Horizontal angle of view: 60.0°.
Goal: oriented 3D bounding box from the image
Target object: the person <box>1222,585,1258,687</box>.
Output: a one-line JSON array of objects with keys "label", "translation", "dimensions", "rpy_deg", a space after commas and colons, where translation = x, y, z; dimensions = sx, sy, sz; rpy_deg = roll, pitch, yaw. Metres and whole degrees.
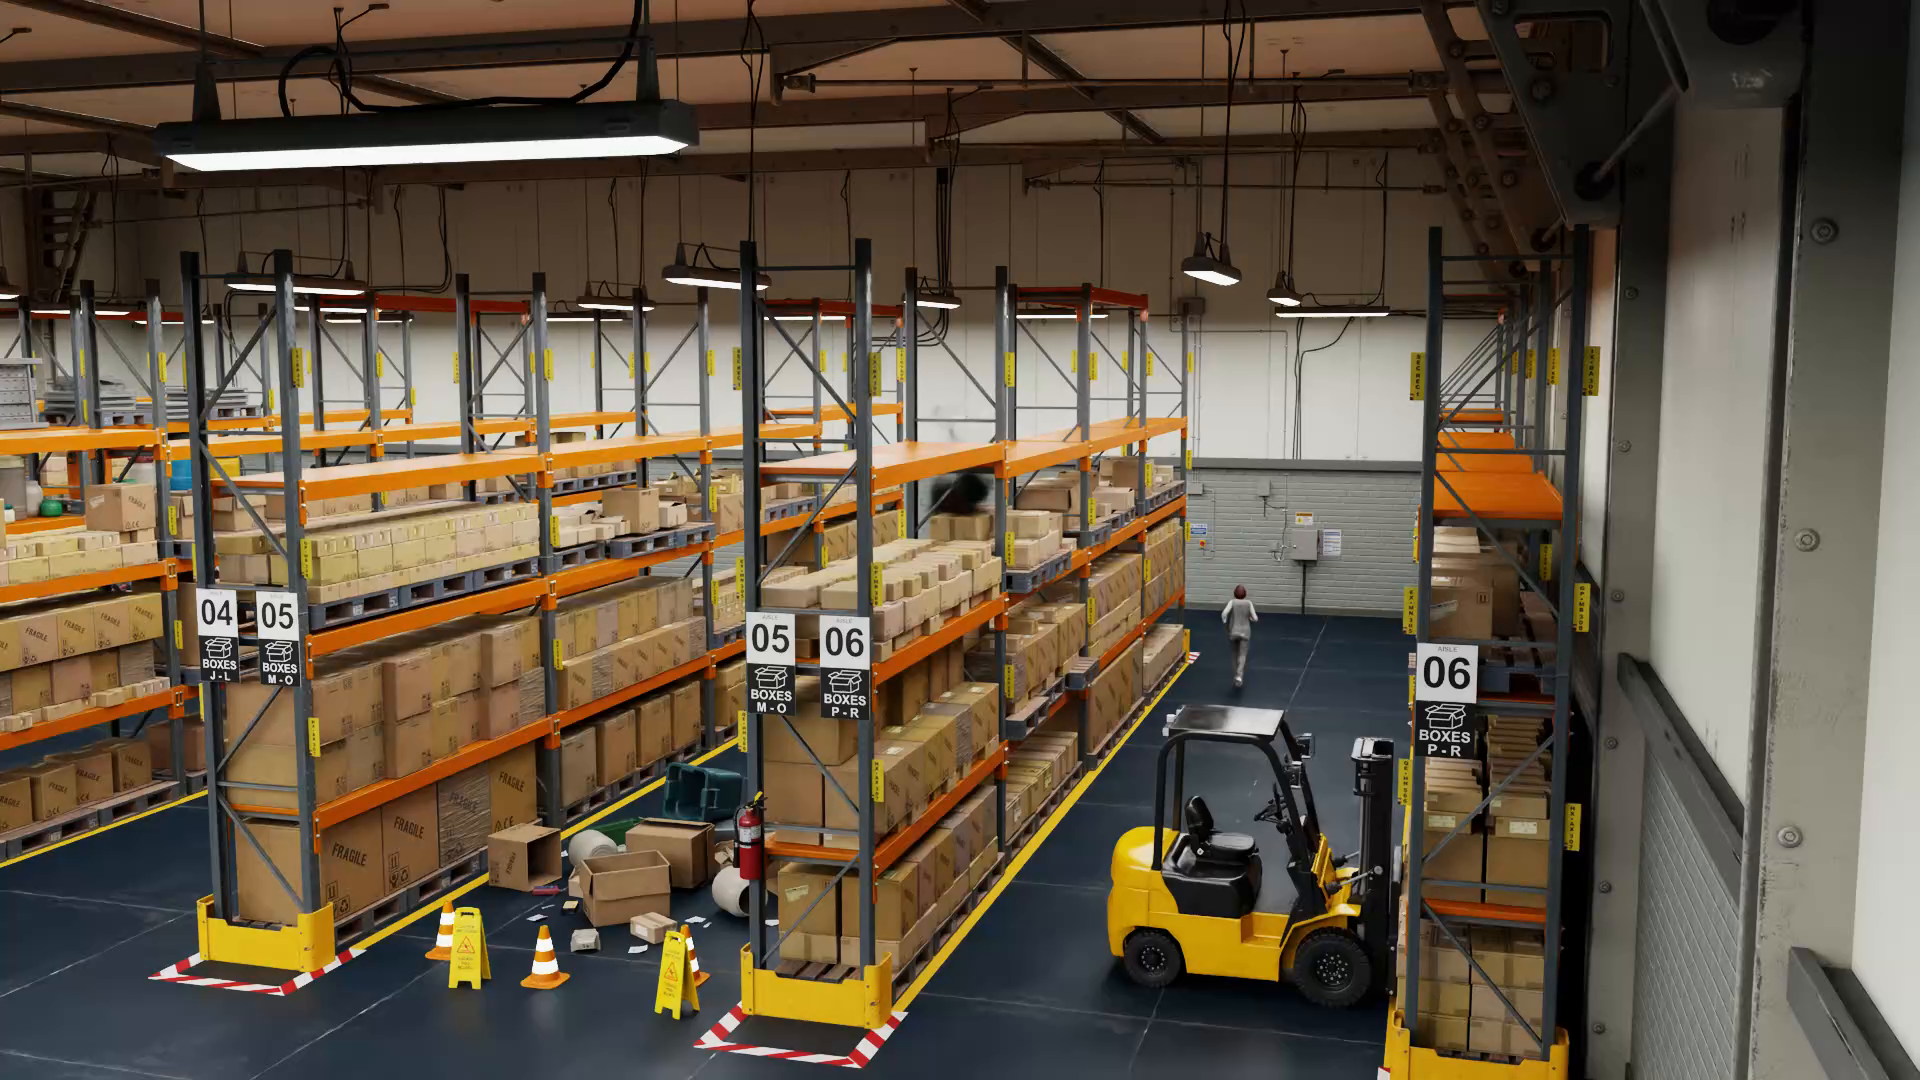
[{"label": "person", "translation": [4.311, 1.489, 25.610], "dimensions": [0.541, 1.606, 0.848], "rpy_deg": [2, 7, 14]}]
